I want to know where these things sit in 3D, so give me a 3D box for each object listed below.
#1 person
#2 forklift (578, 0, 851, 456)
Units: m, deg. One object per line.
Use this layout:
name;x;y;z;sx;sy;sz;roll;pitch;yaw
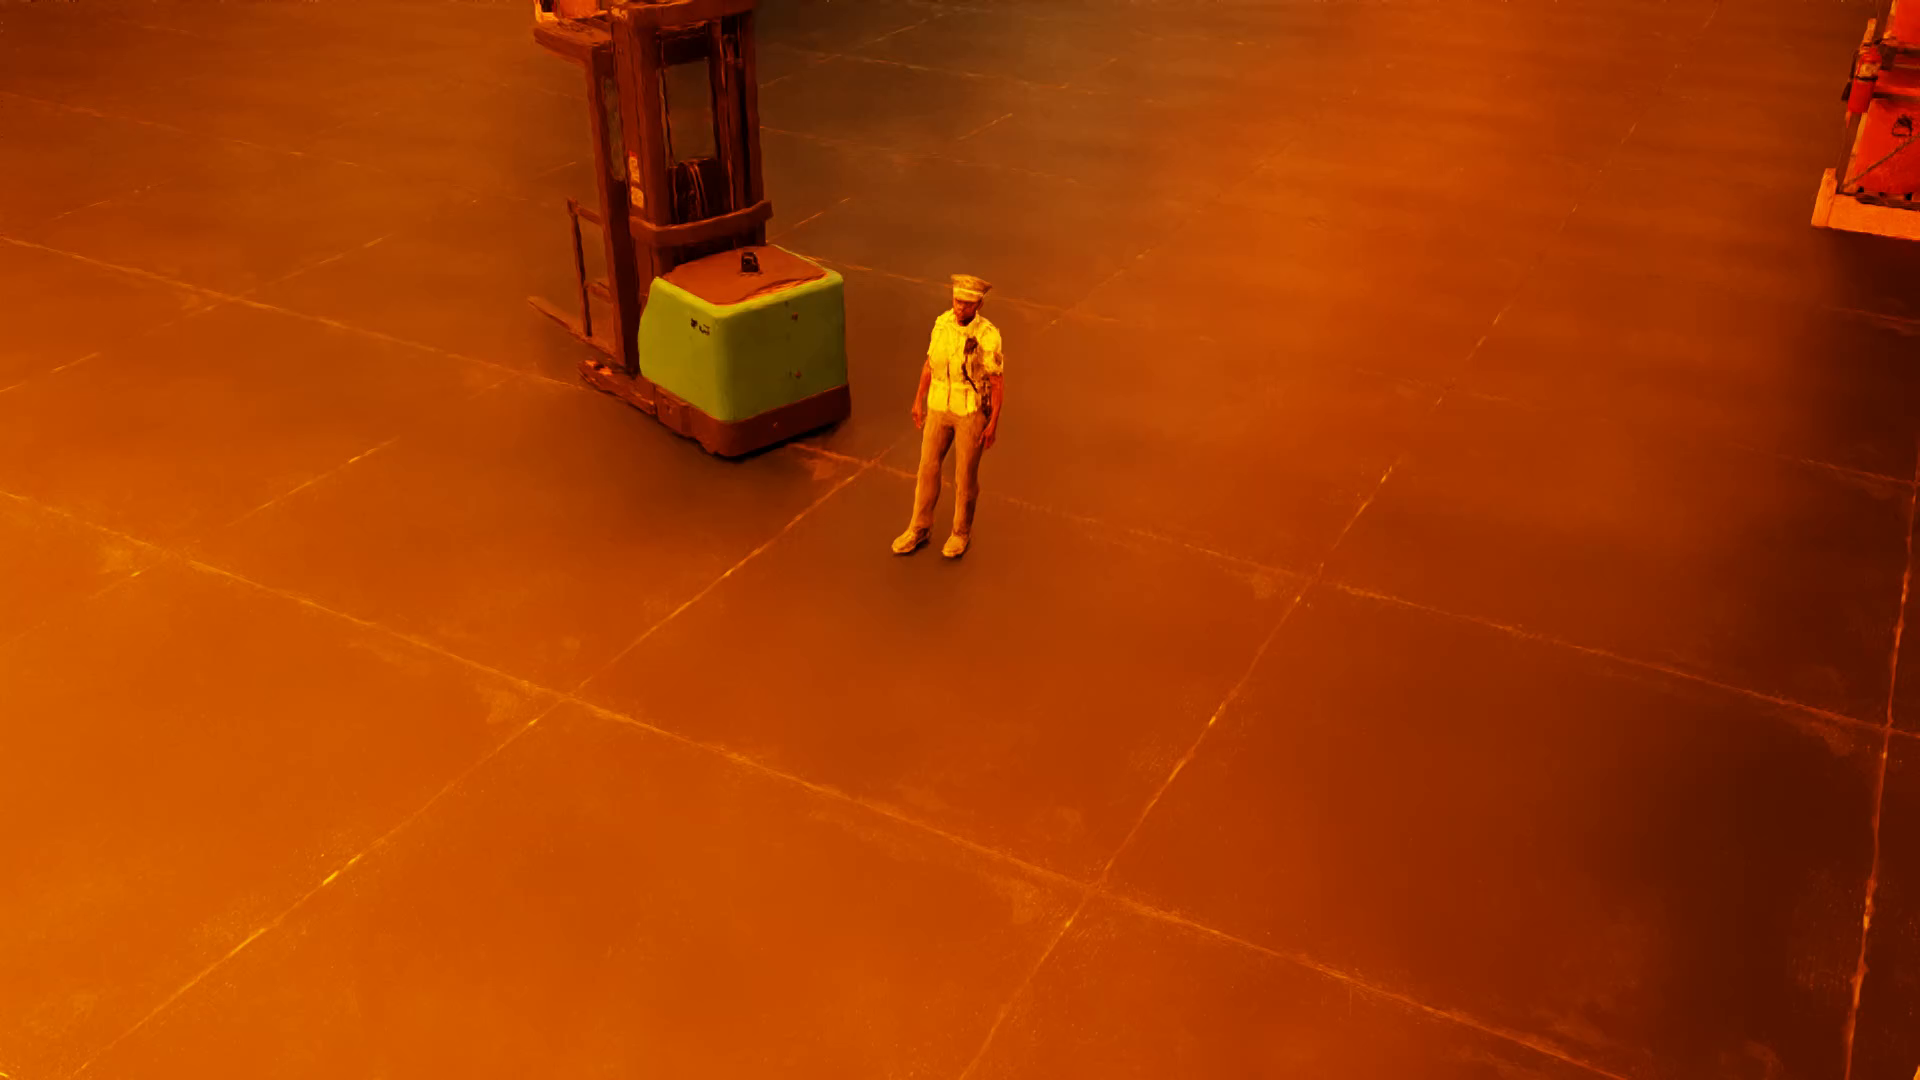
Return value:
person;-0.013;-0.768;9.558;0.512;1.627;0.393;15;33;25
forklift;-2.090;-2.475;11.359;1.130;2.935;3.031;-23;37;-35
